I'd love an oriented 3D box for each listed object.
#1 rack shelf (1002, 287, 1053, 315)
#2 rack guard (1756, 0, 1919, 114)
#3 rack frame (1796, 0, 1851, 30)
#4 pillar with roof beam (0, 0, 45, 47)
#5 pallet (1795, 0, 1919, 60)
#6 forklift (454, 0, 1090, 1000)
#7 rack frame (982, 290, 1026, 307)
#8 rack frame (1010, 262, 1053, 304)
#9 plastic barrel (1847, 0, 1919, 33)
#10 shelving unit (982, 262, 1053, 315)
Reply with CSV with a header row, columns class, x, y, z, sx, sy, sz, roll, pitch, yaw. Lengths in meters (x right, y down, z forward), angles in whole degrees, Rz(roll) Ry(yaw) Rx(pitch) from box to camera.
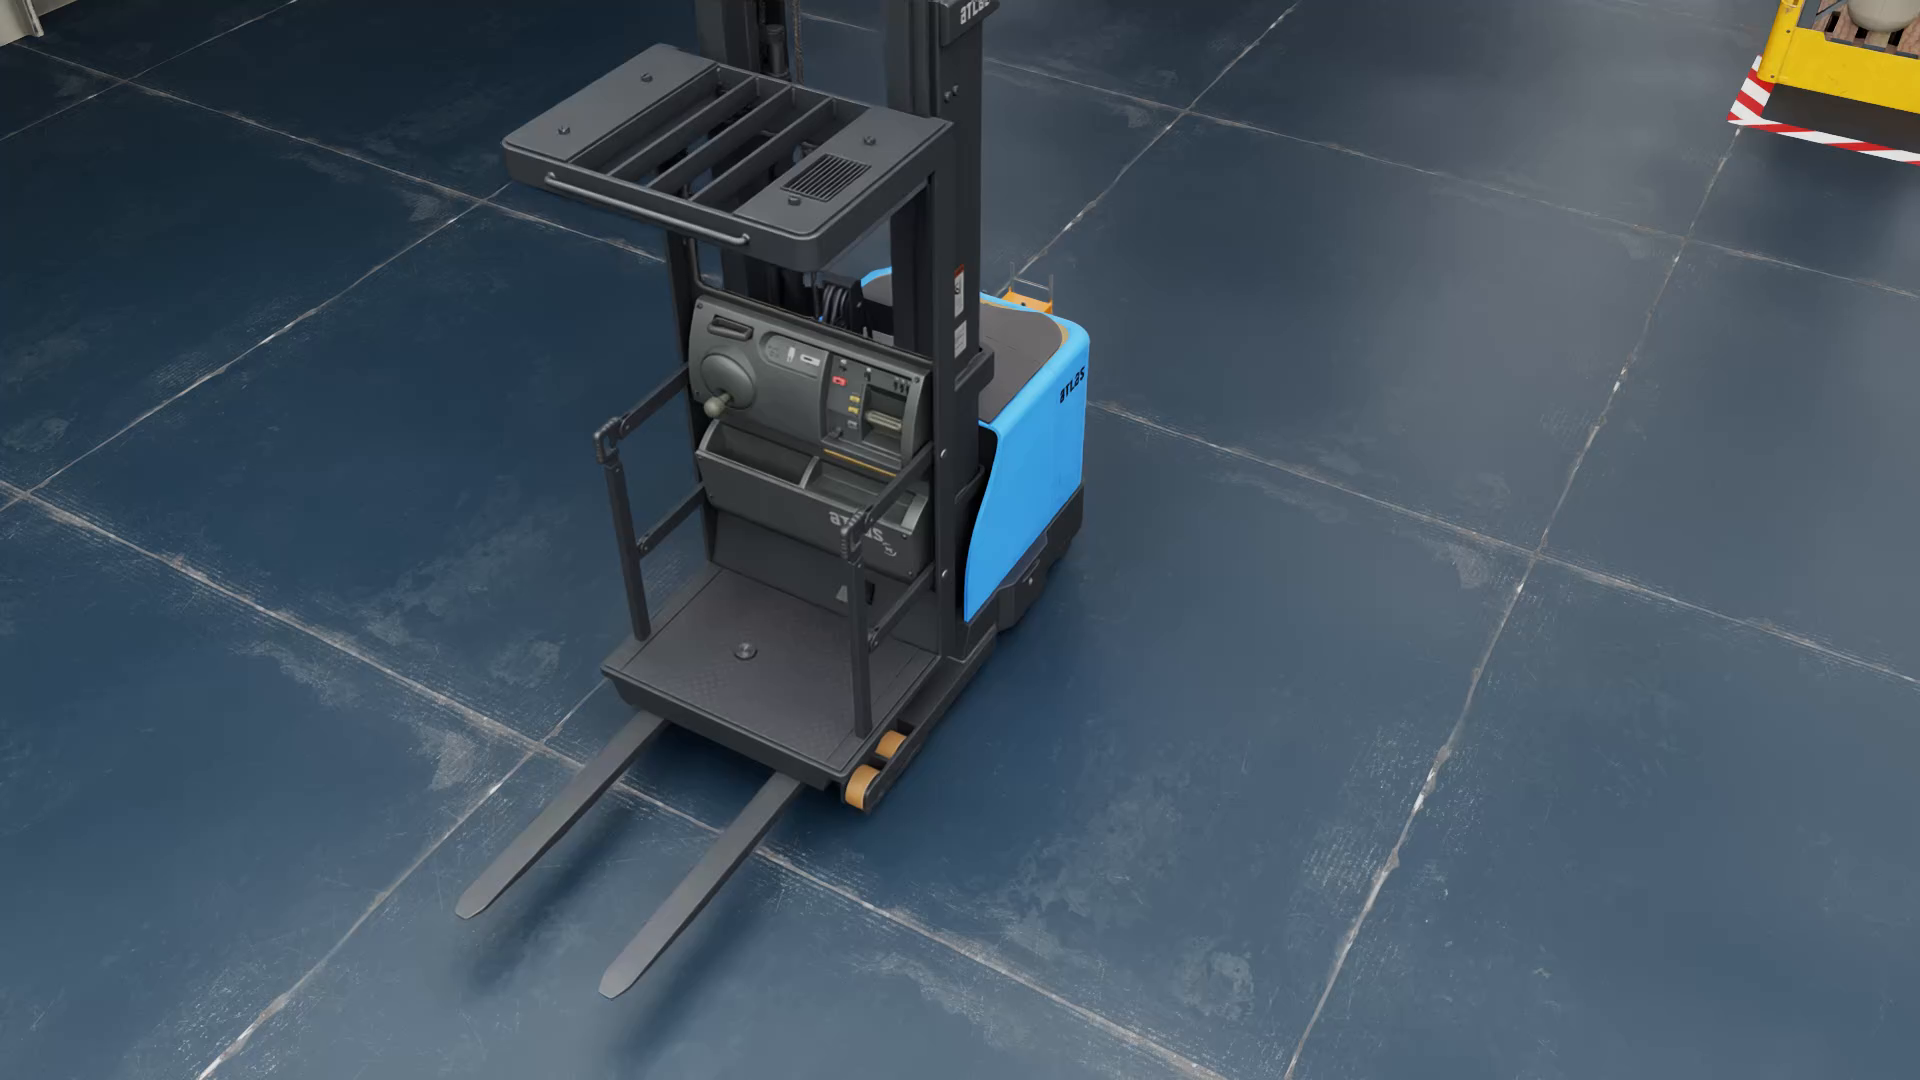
class,x,y,z,sx,sy,sz,roll,pitch,yaw
rack shelf,0.240,-0.875,7.036,0.215,0.259,0.240,21,45,22
rack guard,5.648,-3.026,10.308,1.175,0.500,0.348,21,45,22
rack frame,5.651,-3.905,9.415,1.000,3.000,0.127,21,45,22
pillar with roof beam,-2.601,-5.263,6.417,9.100,9.000,0.400,21,45,22
pallet,6.059,-3.381,10.929,1.003,0.211,1.213,21,45,22
forklift,-0.639,-0.456,5.550,1.130,2.935,3.031,21,45,22
rack frame,0.179,-0.600,7.137,0.200,1.050,0.008,21,45,22
rack frame,0.300,-0.740,7.296,0.200,1.050,0.008,21,45,22
plastic barrel,5.914,-3.531,10.555,0.421,0.512,0.421,0,41,0
shelving unit,0.240,-0.670,7.217,0.215,1.050,0.252,21,45,22
